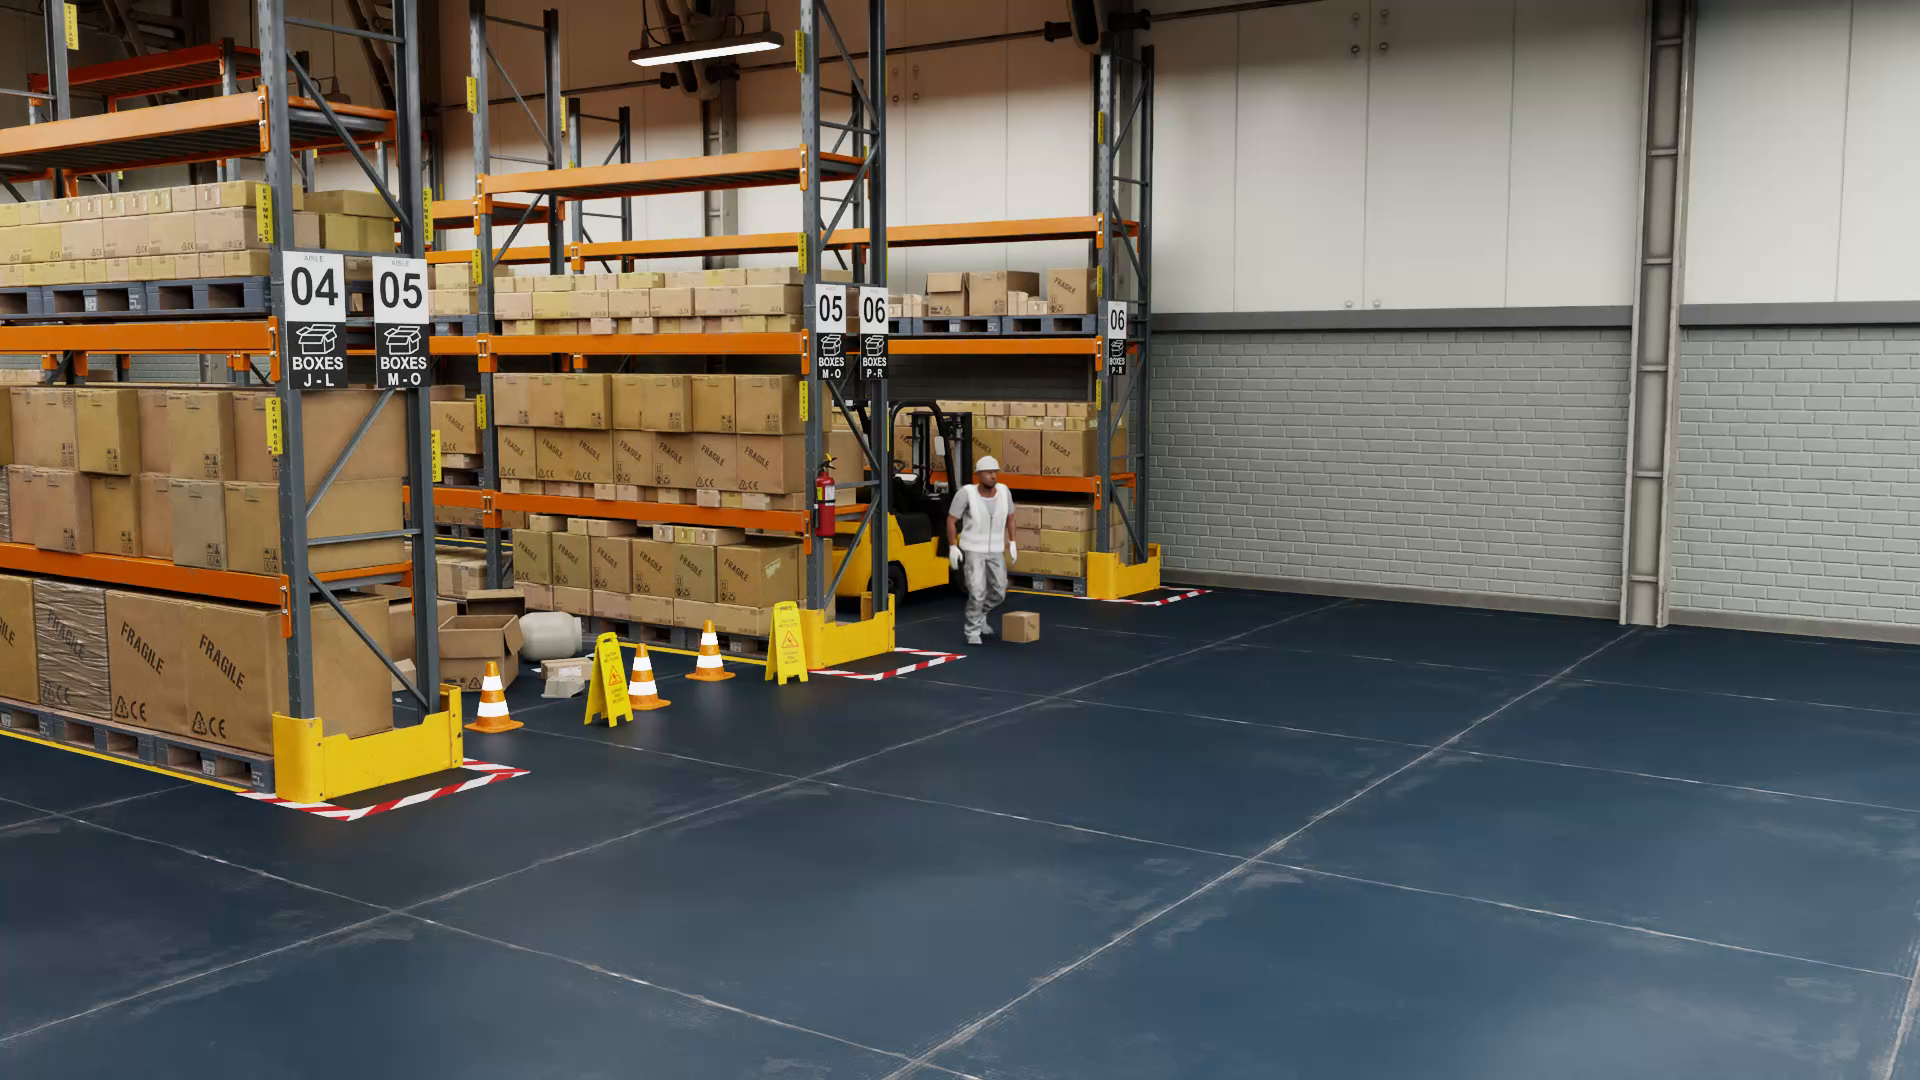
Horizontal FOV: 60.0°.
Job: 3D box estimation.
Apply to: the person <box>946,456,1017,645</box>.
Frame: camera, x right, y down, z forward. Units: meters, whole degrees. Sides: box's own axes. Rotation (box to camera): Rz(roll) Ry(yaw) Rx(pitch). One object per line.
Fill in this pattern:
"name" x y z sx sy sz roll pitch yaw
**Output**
"person" 0.172 0.081 15.167 0.720 1.718 0.745 -3 7 -26
